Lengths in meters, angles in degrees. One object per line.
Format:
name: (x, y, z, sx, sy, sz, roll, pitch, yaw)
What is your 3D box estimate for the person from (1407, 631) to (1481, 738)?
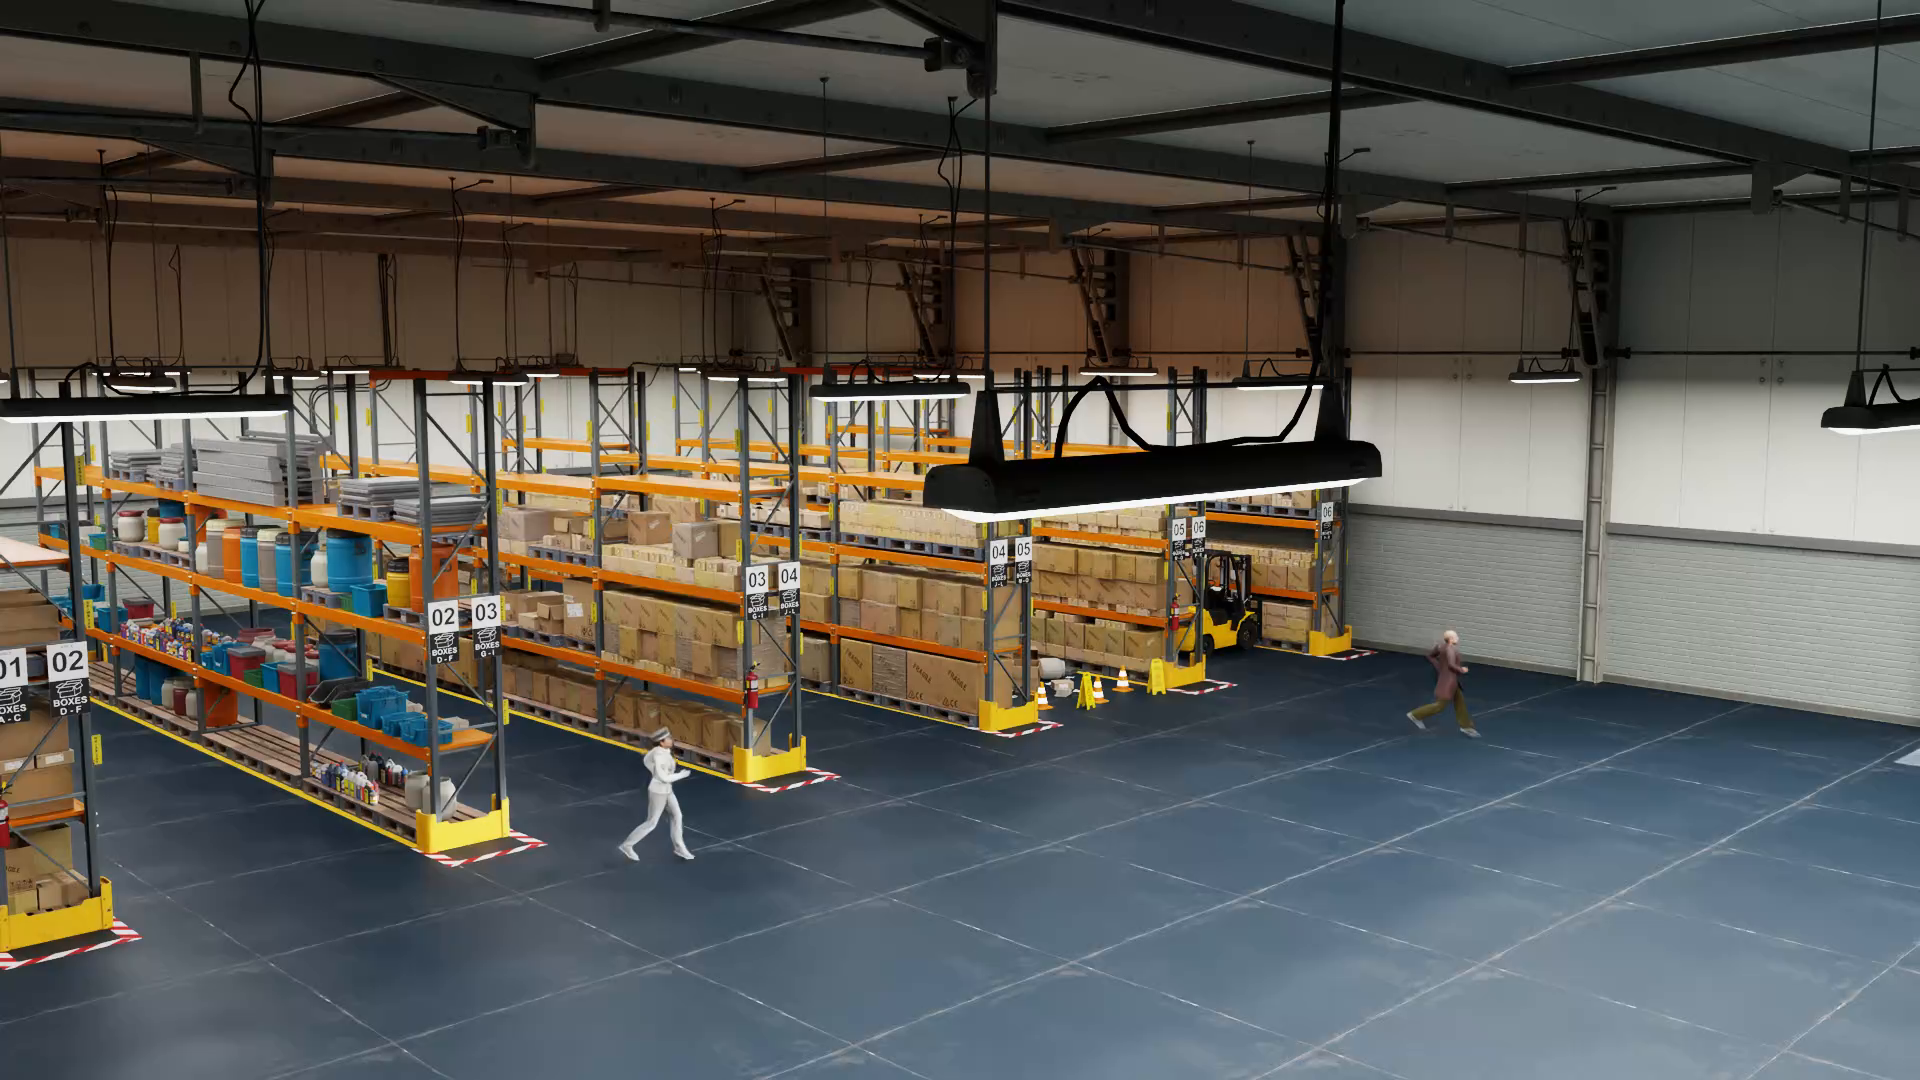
person: (7.979, 2.378, 27.323, 1.218, 1.796, 0.671, 1, 7, 9)

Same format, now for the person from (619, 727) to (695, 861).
person: (-3.772, 3.165, 20.646, 0.917, 1.732, 0.620, -1, 7, -8)
